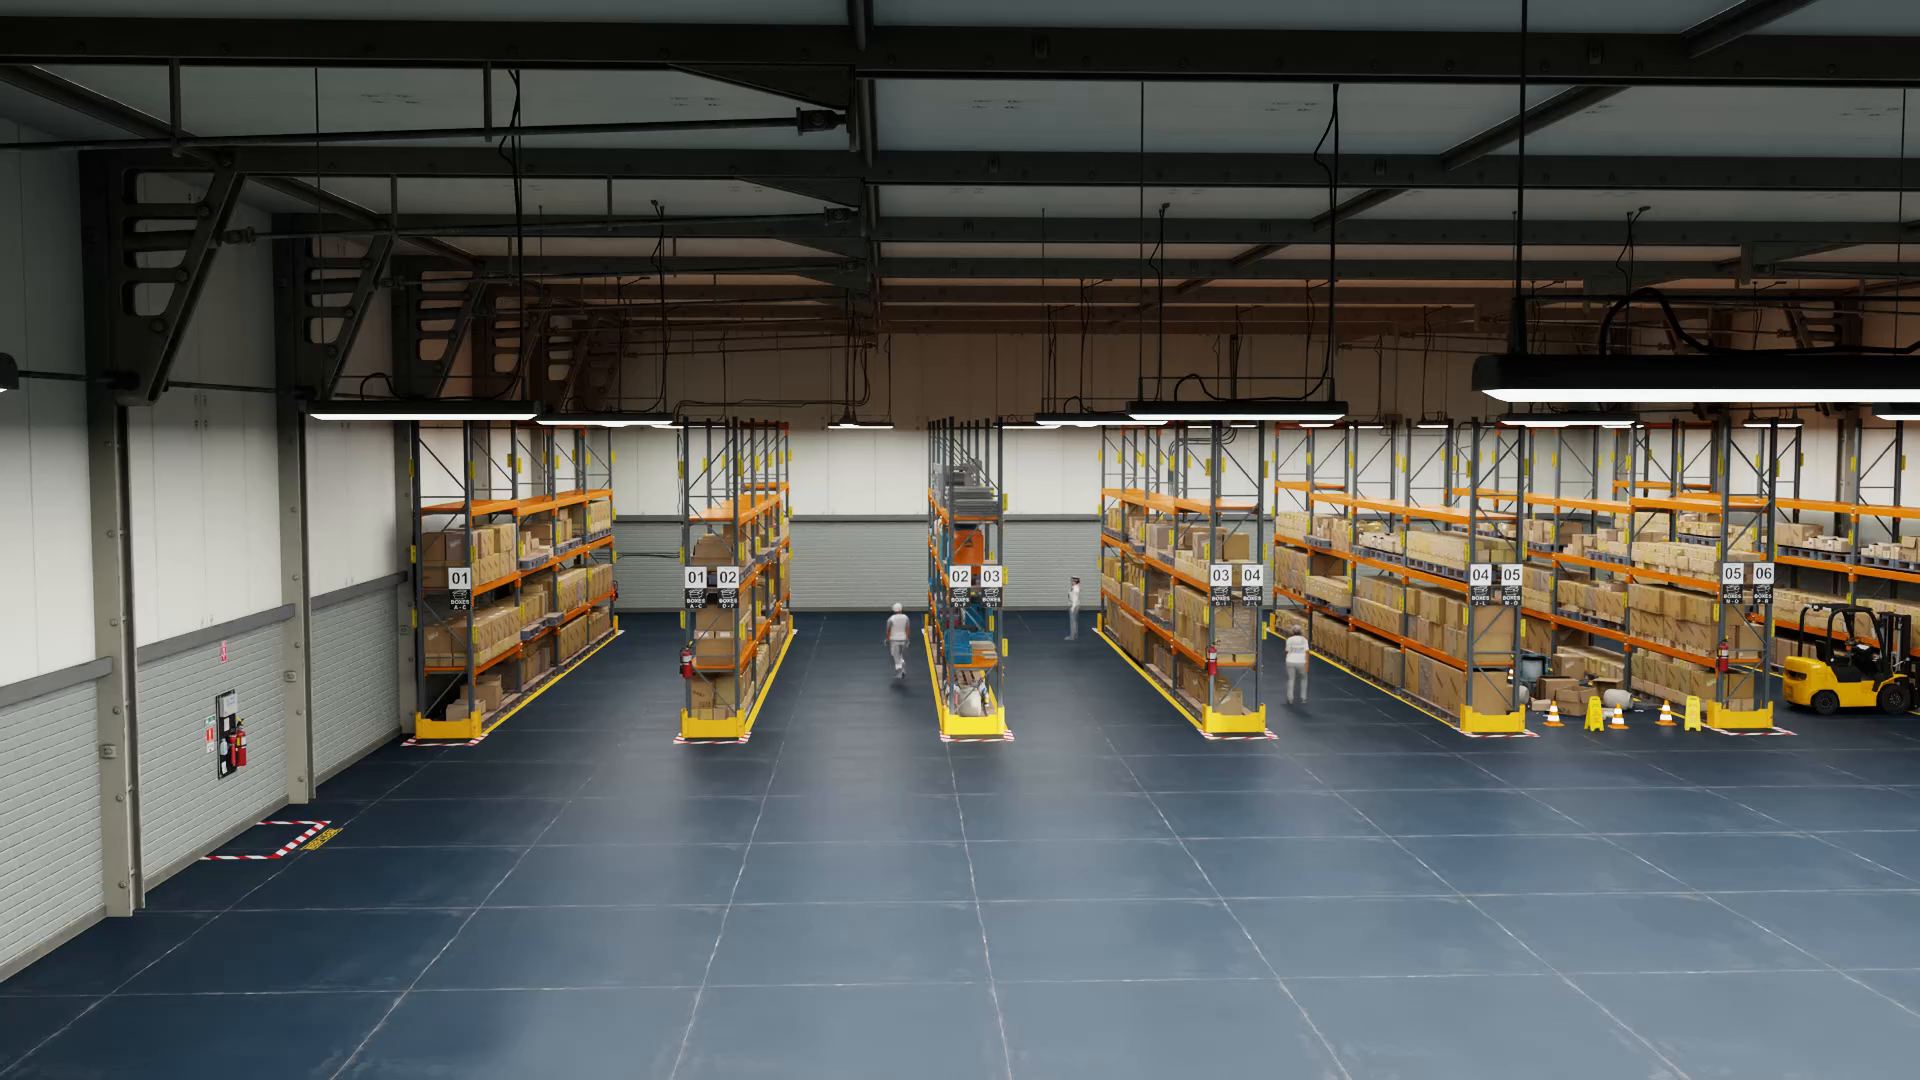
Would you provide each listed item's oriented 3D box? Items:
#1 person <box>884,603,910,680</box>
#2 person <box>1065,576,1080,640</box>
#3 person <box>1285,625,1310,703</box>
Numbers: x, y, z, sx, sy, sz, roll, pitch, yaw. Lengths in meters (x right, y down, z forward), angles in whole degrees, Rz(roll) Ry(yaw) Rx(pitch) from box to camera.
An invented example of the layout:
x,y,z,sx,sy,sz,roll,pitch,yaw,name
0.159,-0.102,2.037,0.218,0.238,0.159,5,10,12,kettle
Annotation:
x,y,z,sx,sy,sz,roll,pitch,yaw,name
-1.483,2.343,38.267,0.533,1.823,0.505,-3,5,-40,person
2.928,1.773,43.376,0.394,1.672,0.540,0,4,4,person
7.100,2.639,34.971,0.527,1.722,0.638,2,4,28,person
